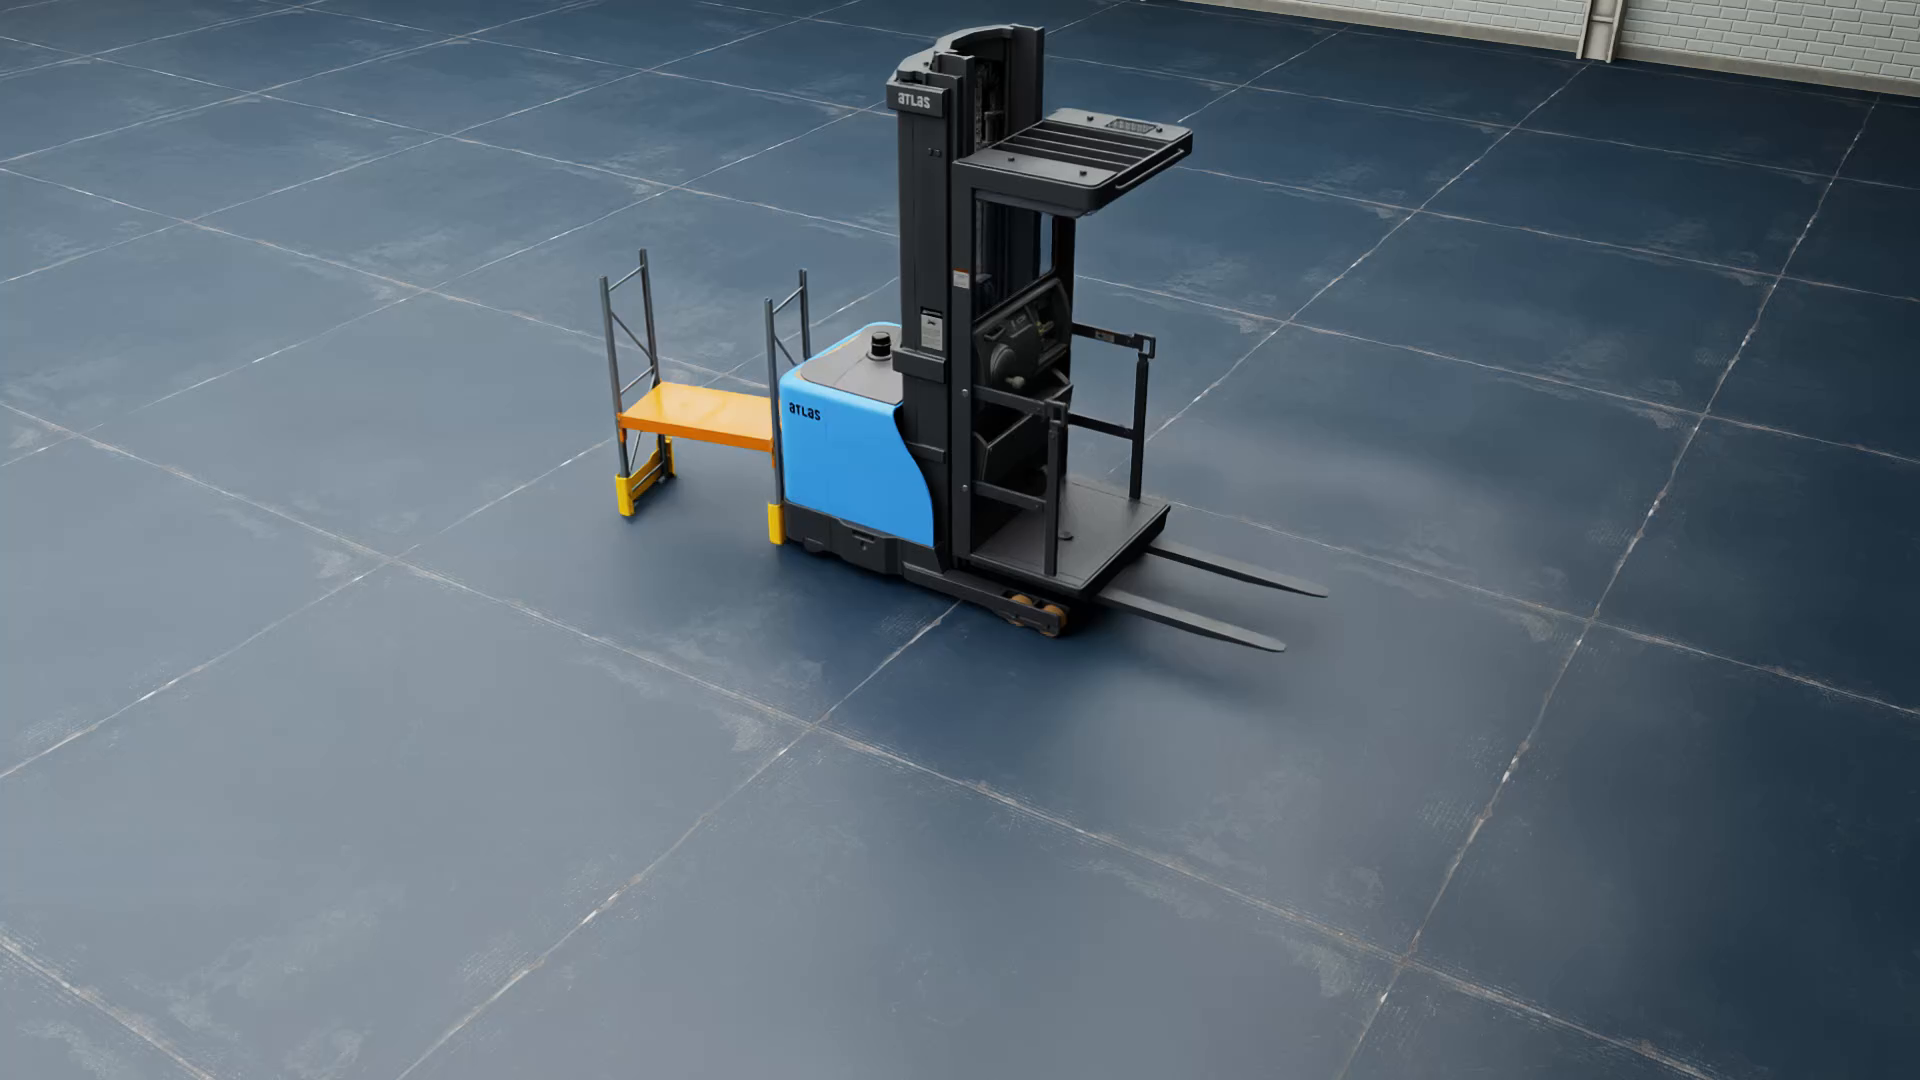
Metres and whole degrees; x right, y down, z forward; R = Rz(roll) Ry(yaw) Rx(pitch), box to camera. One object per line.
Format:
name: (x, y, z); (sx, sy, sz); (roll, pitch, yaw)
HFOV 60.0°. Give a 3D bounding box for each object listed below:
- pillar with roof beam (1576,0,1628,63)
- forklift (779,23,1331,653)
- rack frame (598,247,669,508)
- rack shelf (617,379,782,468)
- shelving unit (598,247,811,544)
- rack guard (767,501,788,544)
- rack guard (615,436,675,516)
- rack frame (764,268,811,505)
pillar with roof beam: (5.133, -7.673, 13.973); (0.400, 9.000, 9.100); (18, 35, 27)
forklift: (0.509, -1.056, 8.652); (3.031, 2.935, 1.130); (17, 34, 27)
rack frame: (-1.924, -0.938, 9.870); (0.032, 1.500, 0.500); (10, 32, 17)
rack shelf: (-1.445, -0.698, 9.814); (1.000, 0.185, 0.538); (10, 32, 17)
shelving unit: (-1.453, -0.855, 9.726); (1.083, 1.500, 0.587); (10, 32, 17)
rack guard: (-0.984, -0.231, 9.898); (0.087, 0.250, 0.587); (10, 32, 17)
rack guard: (-1.923, -0.398, 10.184); (0.087, 0.250, 0.587); (10, 32, 17)
rack frame: (-0.965, -0.768, 9.578); (0.032, 1.500, 0.500); (10, 32, 17)
